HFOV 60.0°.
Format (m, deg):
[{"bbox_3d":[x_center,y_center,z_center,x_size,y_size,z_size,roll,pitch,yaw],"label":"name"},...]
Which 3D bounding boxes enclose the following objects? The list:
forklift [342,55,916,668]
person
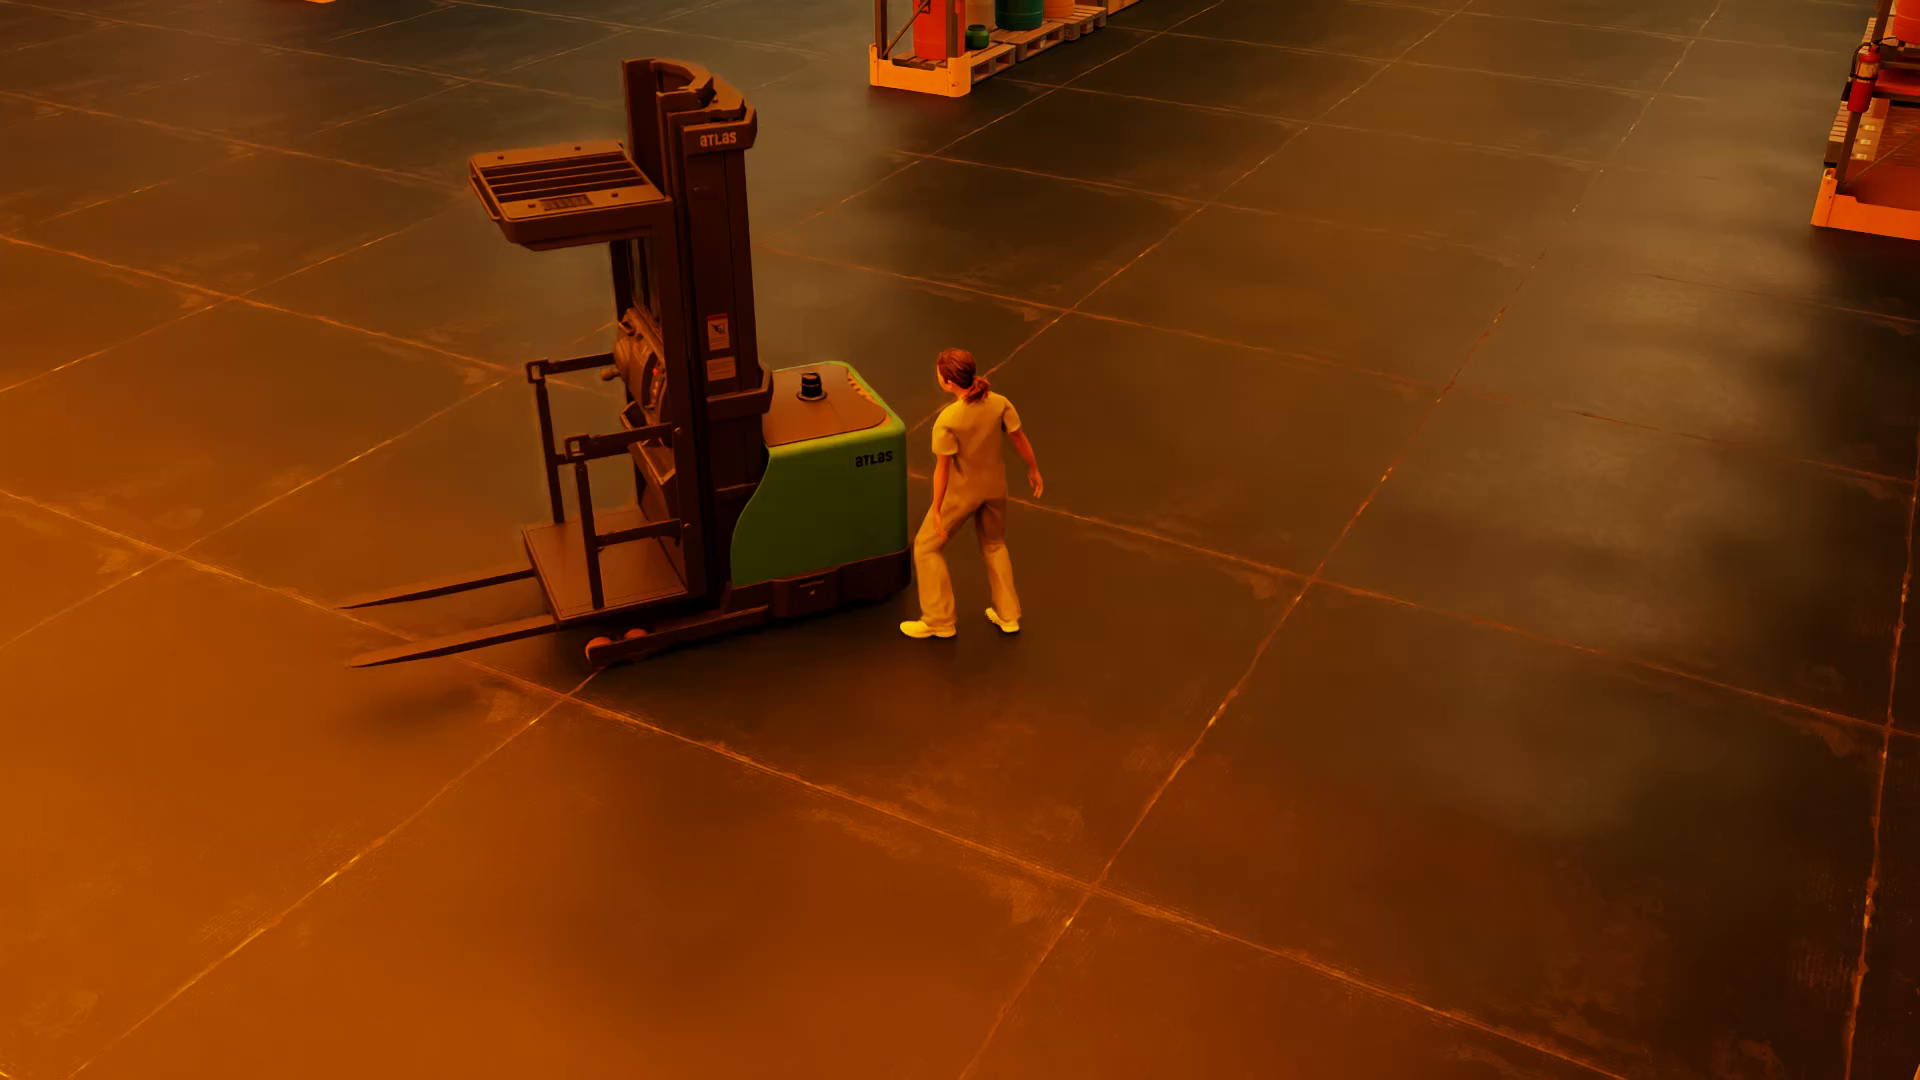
[{"bbox_3d":[-1.818,-0.893,8.617,3.031,2.935,1.130,-12,32,-20],"label":"forklift"},{"bbox_3d":[0.079,-0.227,8.797,0.797,1.646,0.410,-15,33,-24],"label":"person"}]
